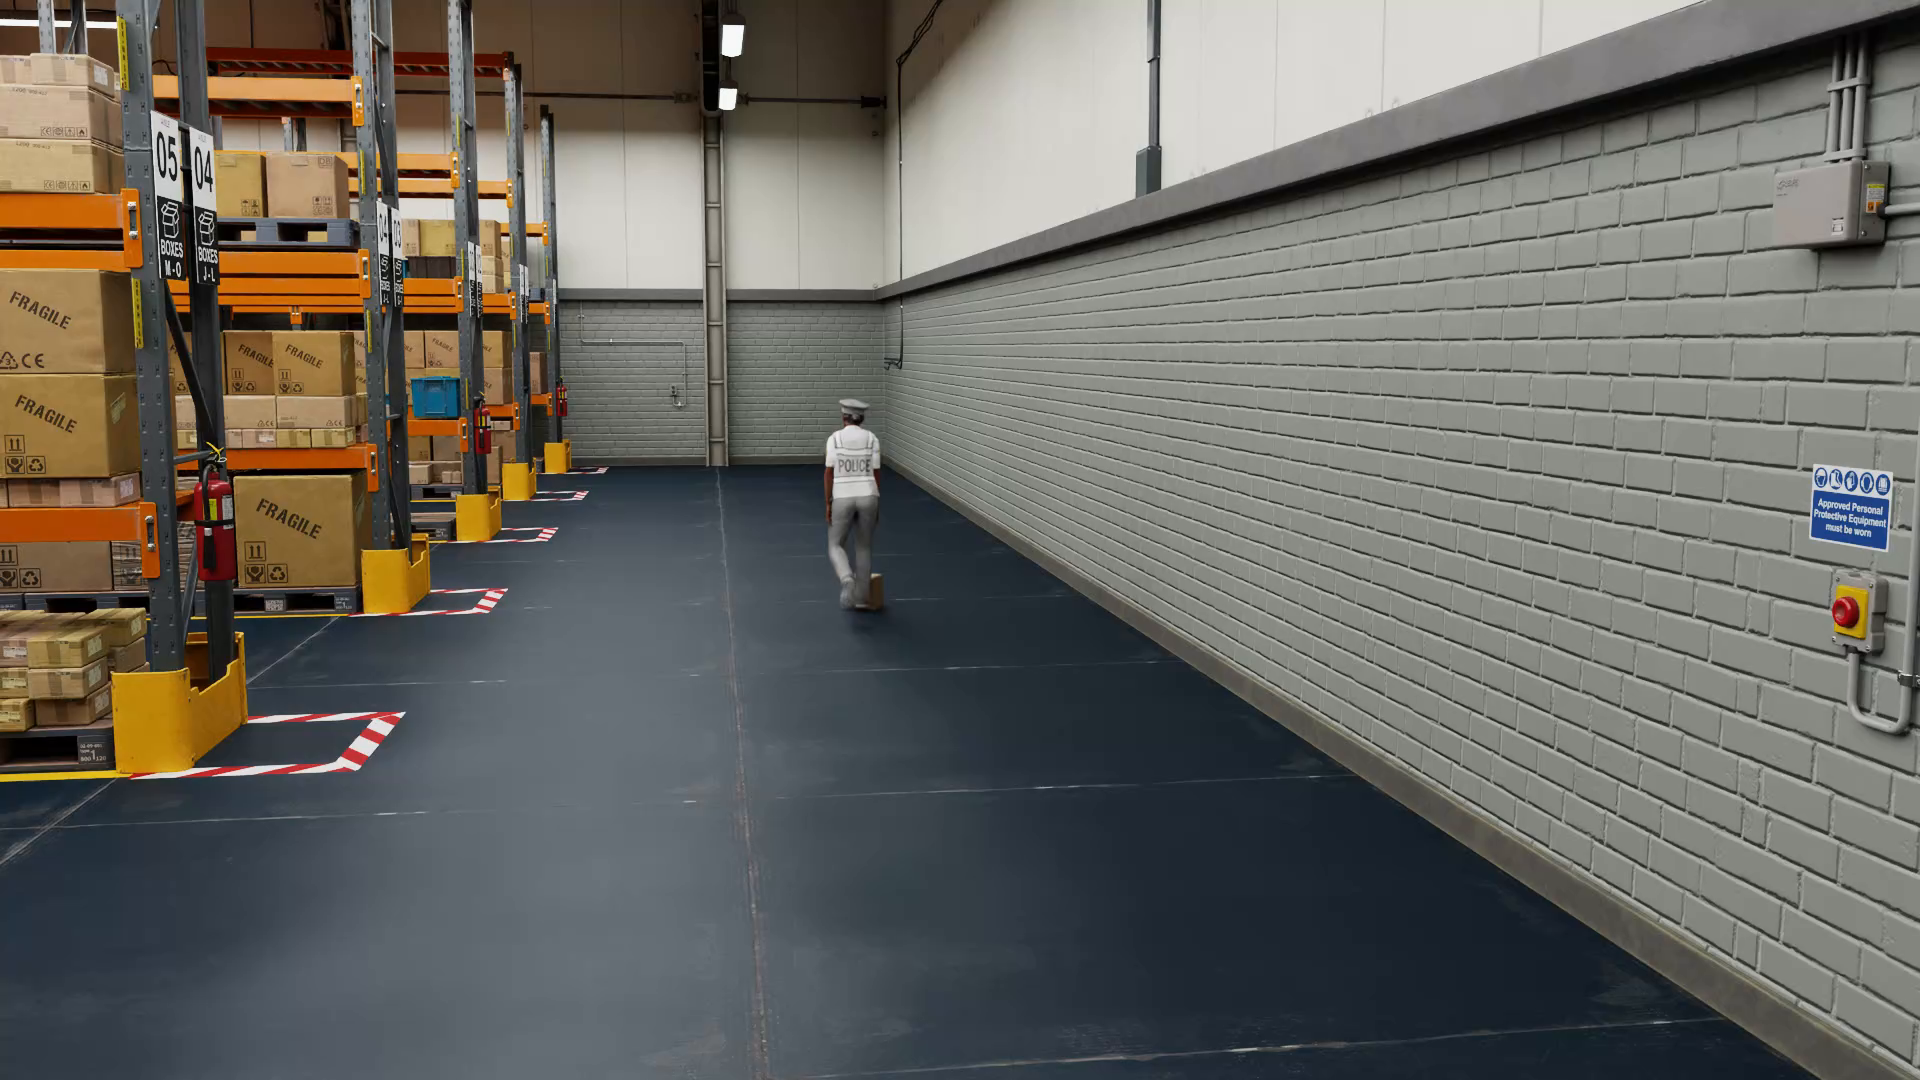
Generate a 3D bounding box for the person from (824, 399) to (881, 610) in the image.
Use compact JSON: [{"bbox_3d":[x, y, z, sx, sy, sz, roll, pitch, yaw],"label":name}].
[{"bbox_3d":[-0.836,-0.275,13.037,0.456,1.647,0.527,-1,7,-11],"label":"person"}]
